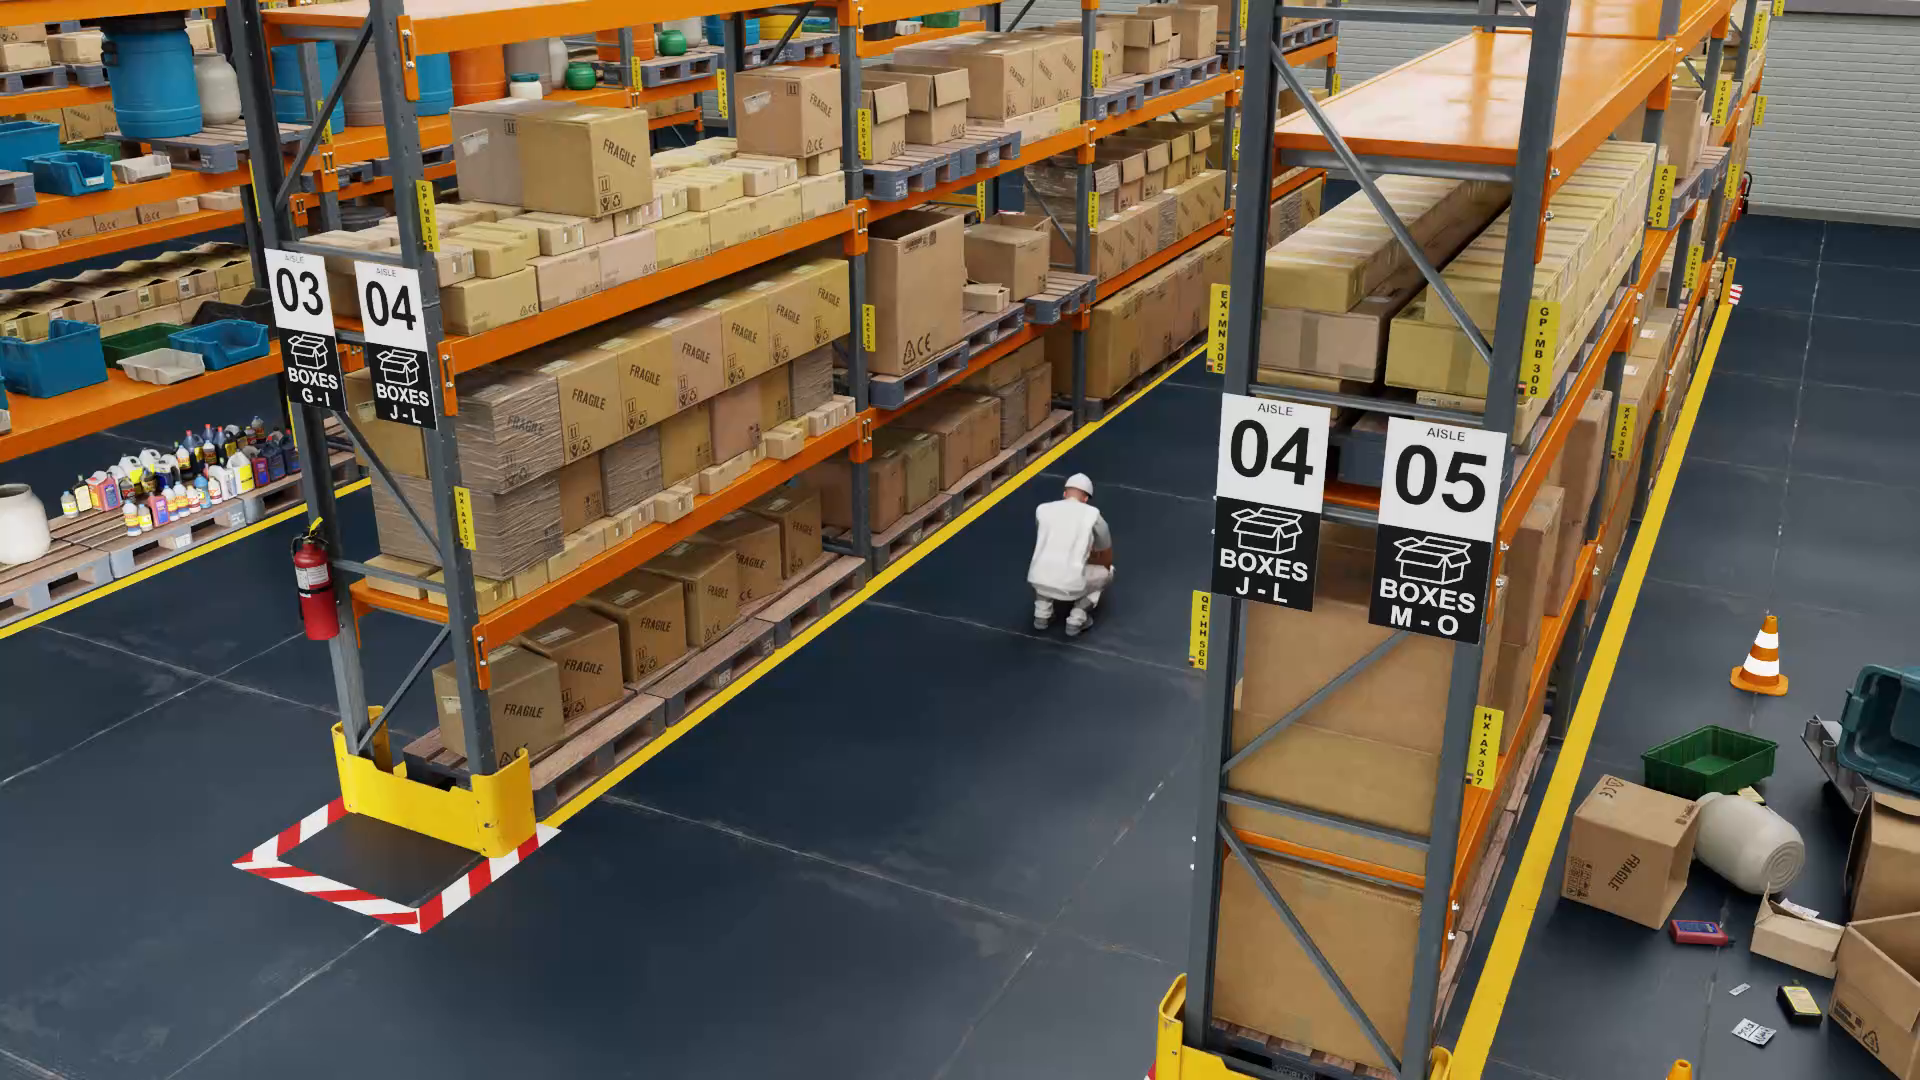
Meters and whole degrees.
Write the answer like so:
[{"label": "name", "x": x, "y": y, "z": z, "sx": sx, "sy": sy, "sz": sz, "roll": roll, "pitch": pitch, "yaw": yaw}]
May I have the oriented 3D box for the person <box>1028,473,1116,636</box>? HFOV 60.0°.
[{"label": "person", "x": 0.764, "y": 0.091, "z": 11.560, "sx": 0.555, "sy": 0.990, "sz": 0.877, "roll": 11, "pitch": 25, "yaw": 24}]
